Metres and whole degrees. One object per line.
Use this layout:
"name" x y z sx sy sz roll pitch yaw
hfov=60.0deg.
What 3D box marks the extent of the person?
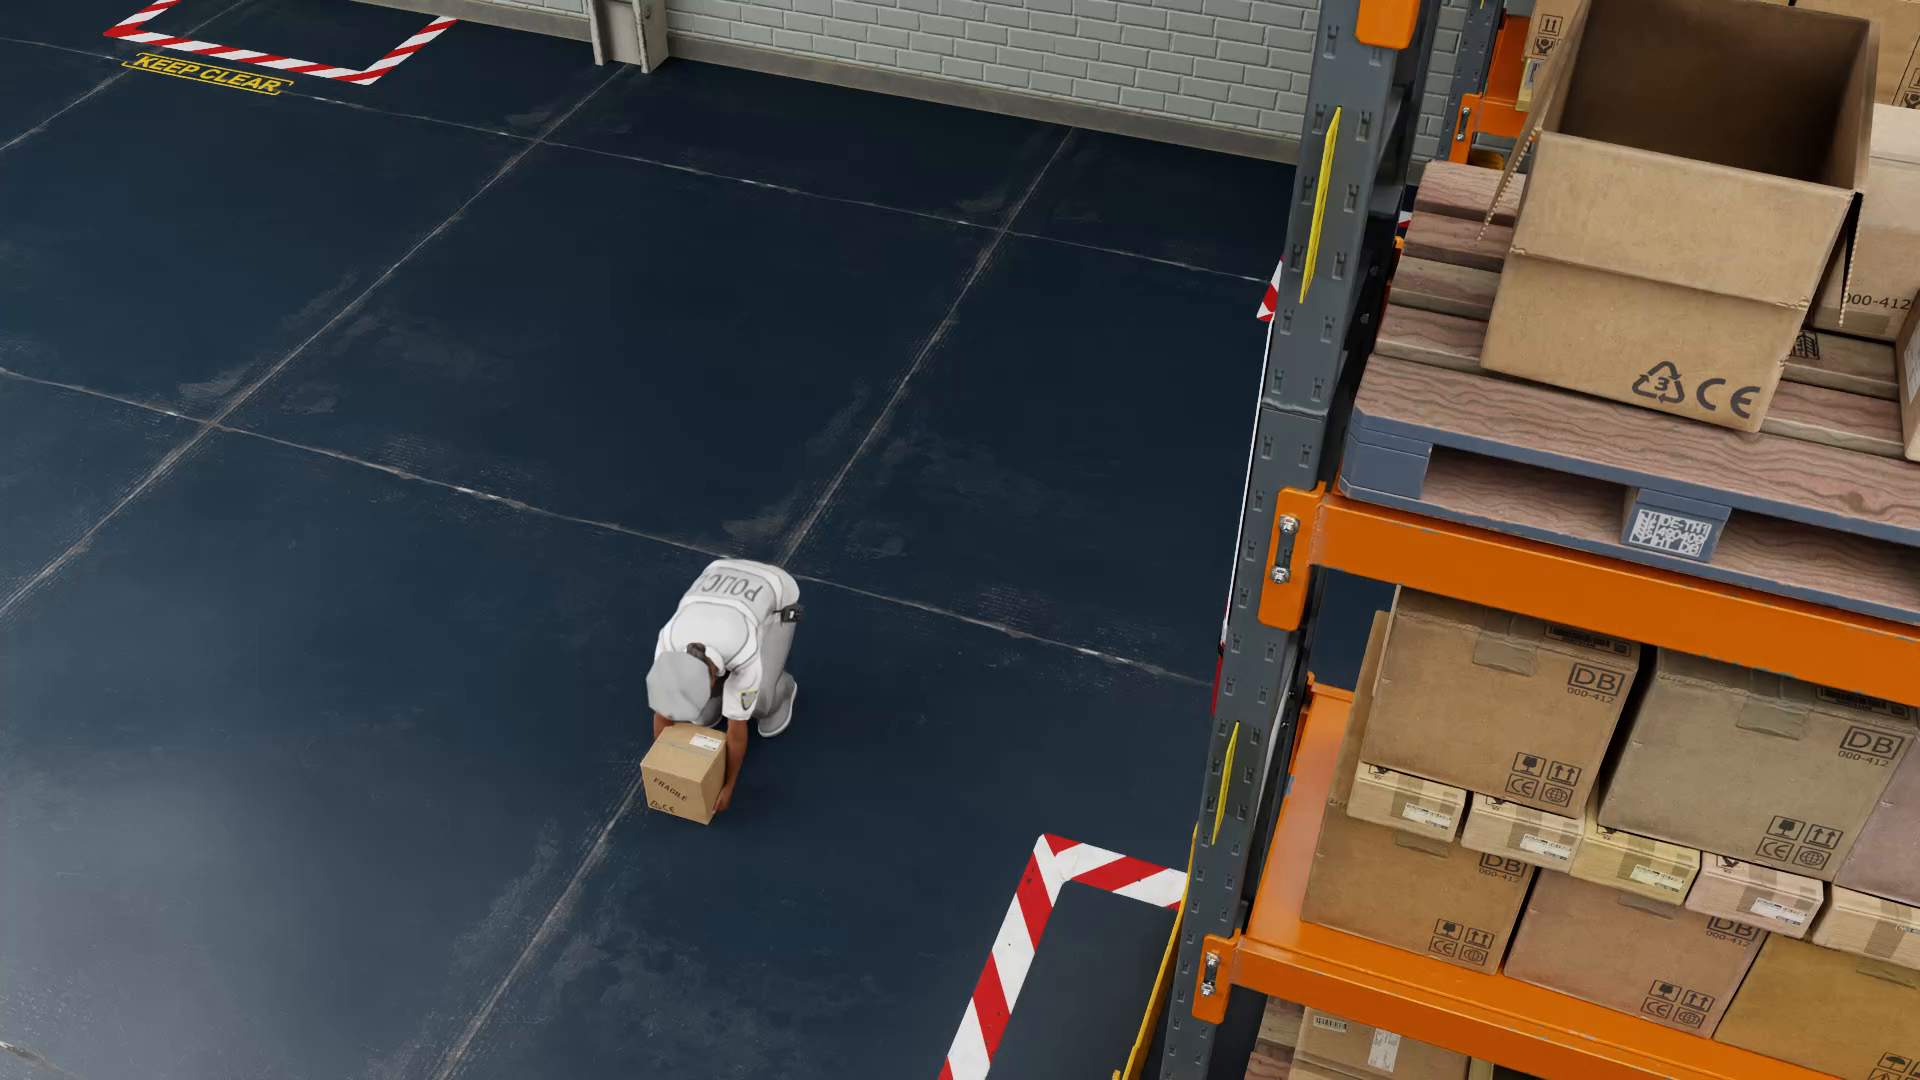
"person" -0.898 0.494 6.303 0.454 0.791 0.915 13 43 14
